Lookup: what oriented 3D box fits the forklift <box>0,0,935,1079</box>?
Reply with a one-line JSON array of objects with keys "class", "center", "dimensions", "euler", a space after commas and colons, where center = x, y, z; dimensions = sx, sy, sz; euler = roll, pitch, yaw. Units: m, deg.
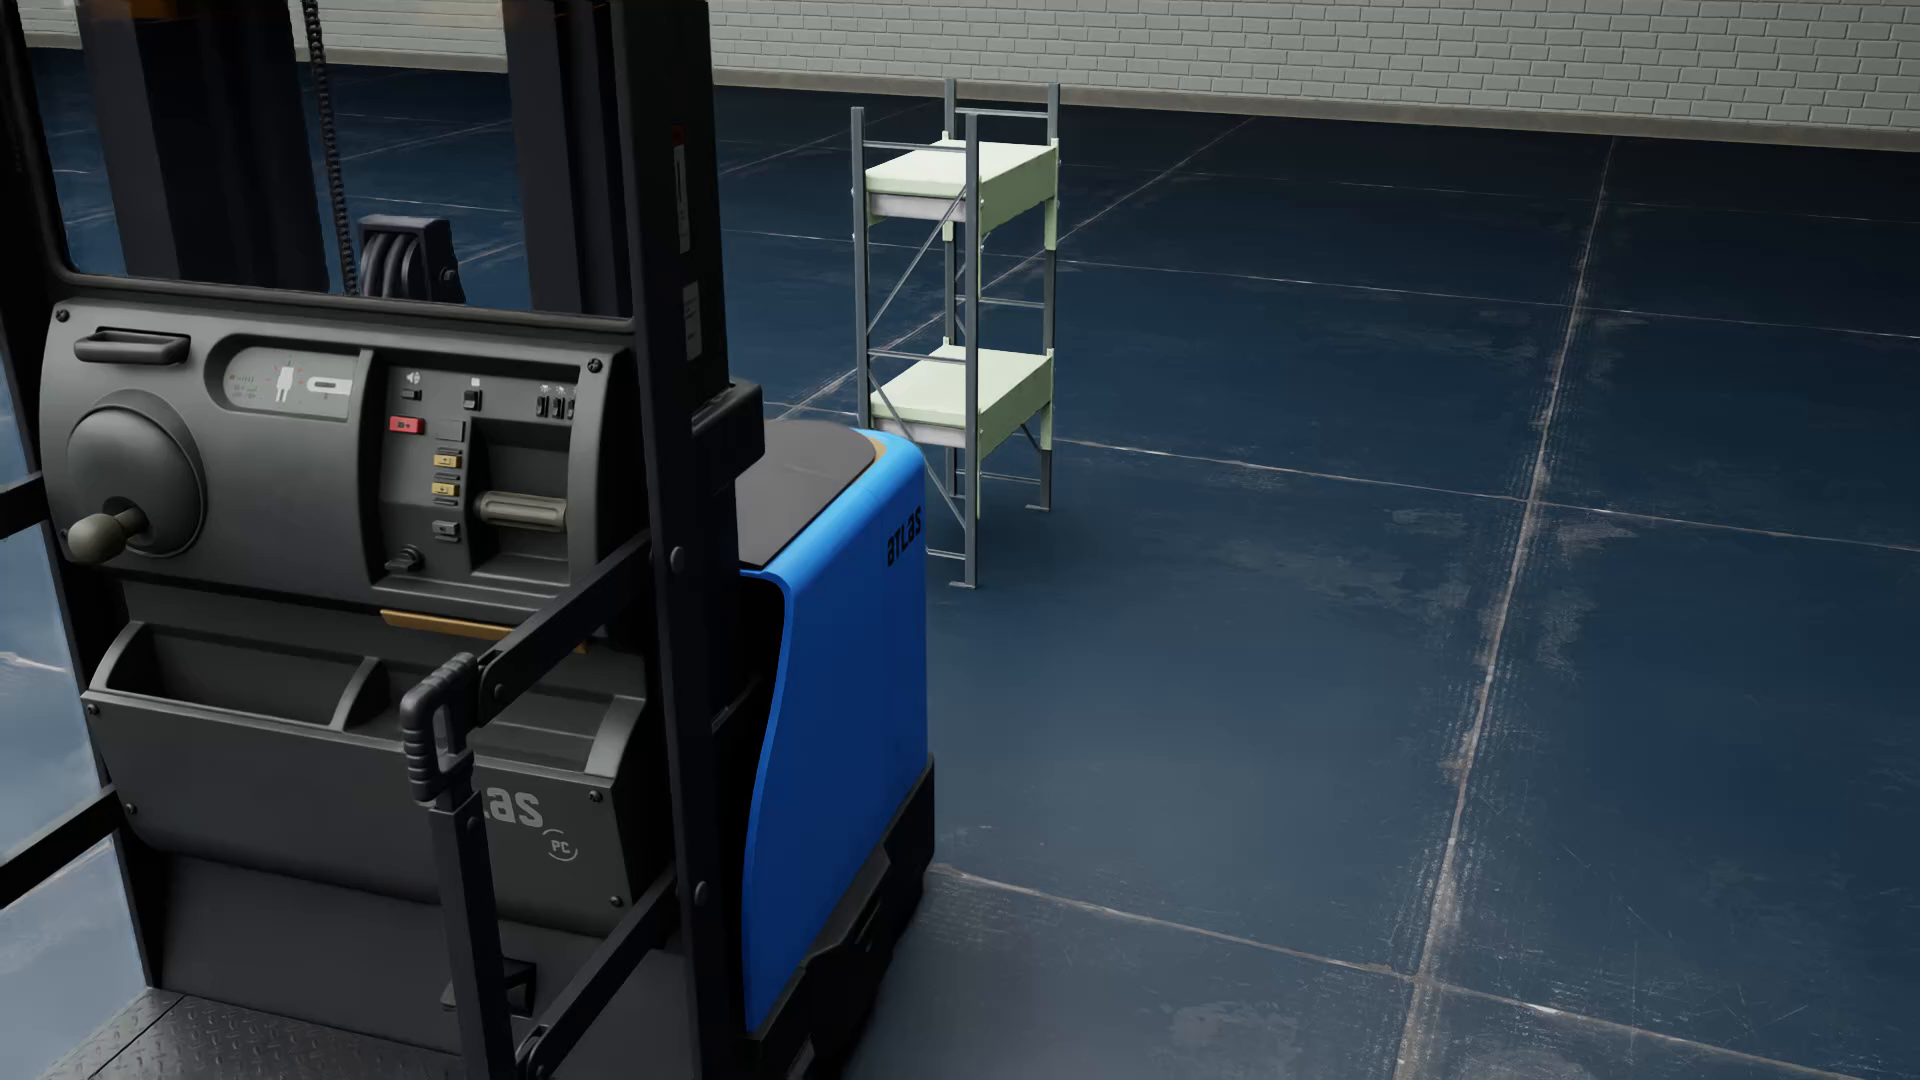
[{"class": "forklift", "center": [-0.979, -0.099, 2.183], "dimensions": [1.130, 2.935, 3.031], "euler": [7, 24, 16]}]

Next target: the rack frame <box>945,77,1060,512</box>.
[{"class": "rack frame", "center": [0.138, -0.825, 5.780], "dimensions": [0.400, 1.500, 0.023], "euler": [9, 24, 20]}]

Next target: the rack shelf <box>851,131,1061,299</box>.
[{"class": "rack shelf", "center": [0.002, -1.055, 5.316], "dimensions": [0.431, 0.370, 0.720], "euler": [9, 24, 20]}]

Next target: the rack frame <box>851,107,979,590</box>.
[{"class": "rack frame", "center": [-0.133, -0.563, 5.153], "dimensions": [0.400, 1.500, 0.023], "euler": [9, 24, 20]}]

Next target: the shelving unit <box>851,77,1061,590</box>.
[{"class": "shelving unit", "center": [0.002, -0.694, 5.467], "dimensions": [0.431, 1.500, 0.755], "euler": [9, 24, 20]}]

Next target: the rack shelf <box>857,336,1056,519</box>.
[{"class": "rack shelf", "center": [0.002, -0.394, 5.592], "dimensions": [0.431, 0.370, 0.720], "euler": [9, 24, 20]}]
